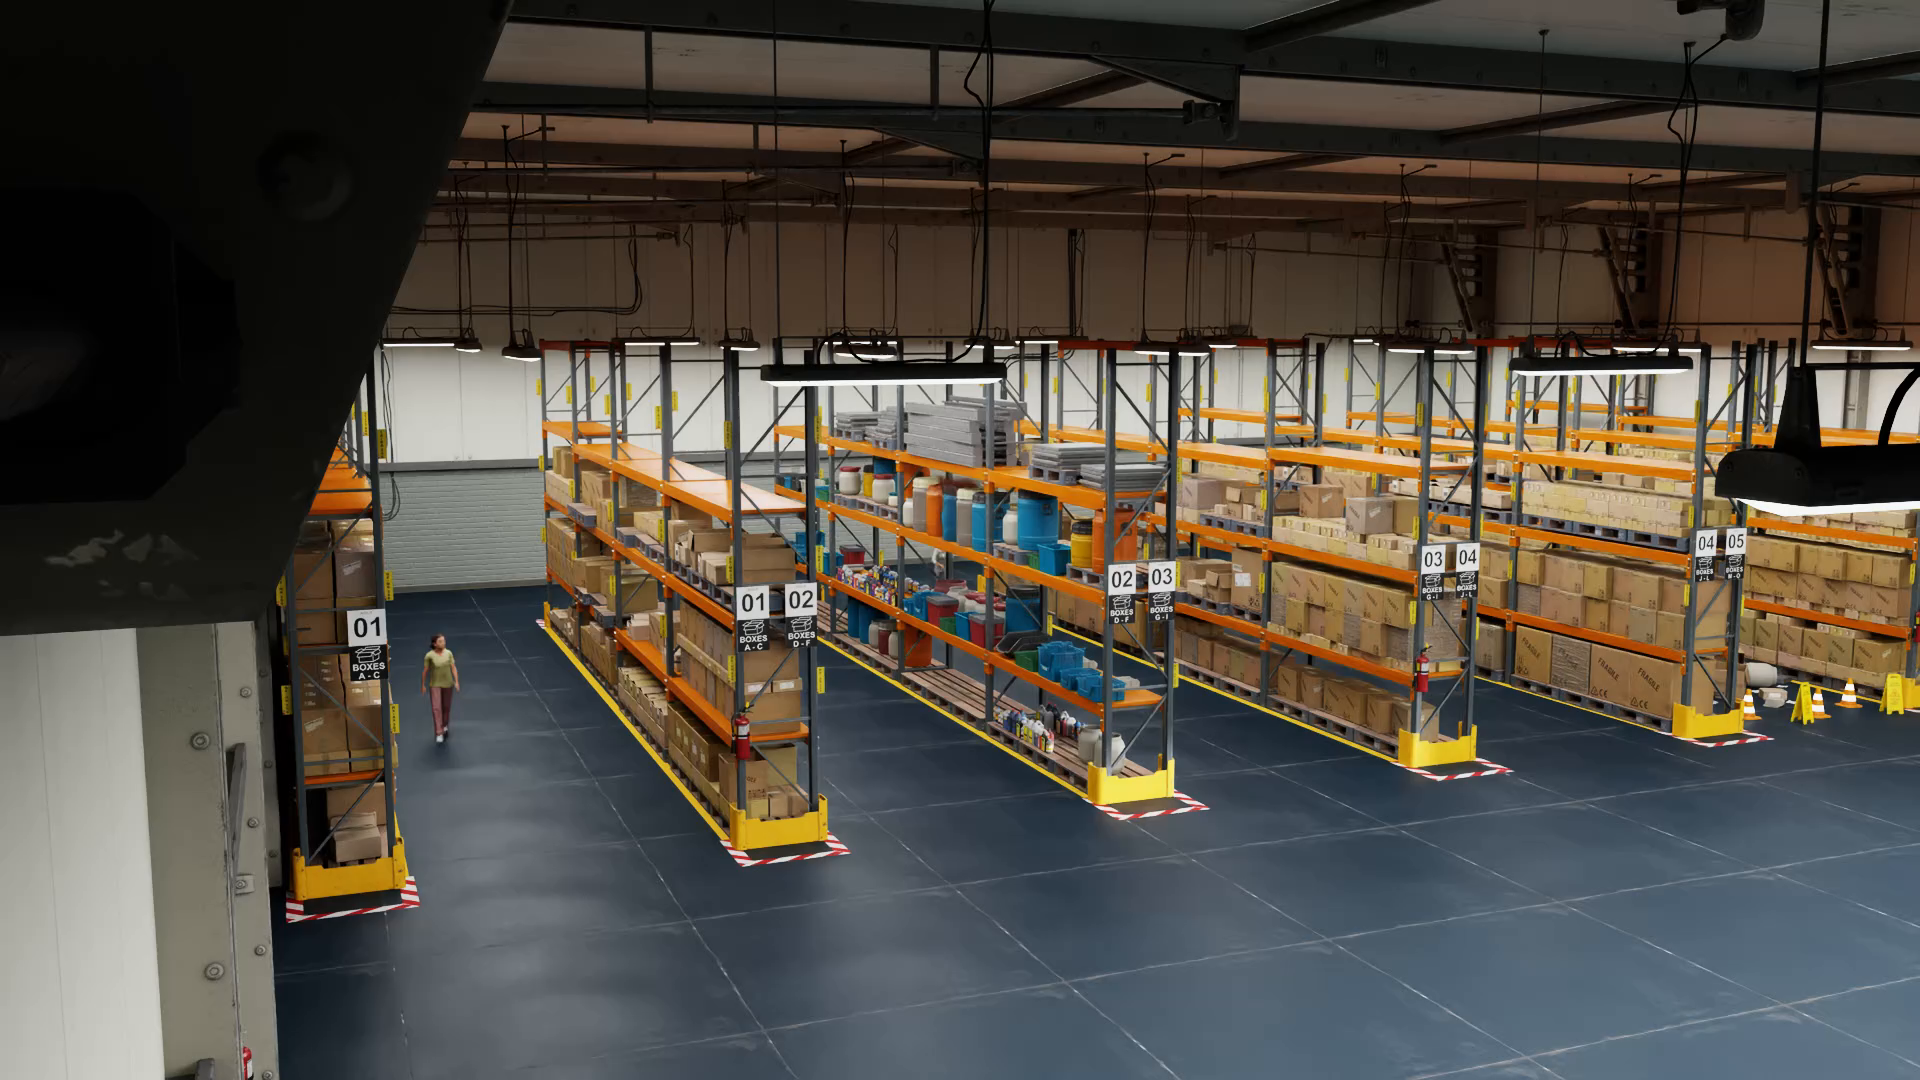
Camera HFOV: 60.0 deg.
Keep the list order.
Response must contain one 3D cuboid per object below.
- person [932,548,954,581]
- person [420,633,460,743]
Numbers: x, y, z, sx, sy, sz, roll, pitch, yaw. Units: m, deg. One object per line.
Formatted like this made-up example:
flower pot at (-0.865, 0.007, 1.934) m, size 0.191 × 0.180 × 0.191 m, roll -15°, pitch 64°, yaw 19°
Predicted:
person at (-0.390, 0.674, 37.669) m, size 0.566 × 1.503 × 0.794 m, roll -2°, pitch 8°, yaw -12°
person at (-7.920, 2.219, 25.344) m, size 0.536 × 1.596 × 1.068 m, roll -4°, pitch 8°, yaw -27°
